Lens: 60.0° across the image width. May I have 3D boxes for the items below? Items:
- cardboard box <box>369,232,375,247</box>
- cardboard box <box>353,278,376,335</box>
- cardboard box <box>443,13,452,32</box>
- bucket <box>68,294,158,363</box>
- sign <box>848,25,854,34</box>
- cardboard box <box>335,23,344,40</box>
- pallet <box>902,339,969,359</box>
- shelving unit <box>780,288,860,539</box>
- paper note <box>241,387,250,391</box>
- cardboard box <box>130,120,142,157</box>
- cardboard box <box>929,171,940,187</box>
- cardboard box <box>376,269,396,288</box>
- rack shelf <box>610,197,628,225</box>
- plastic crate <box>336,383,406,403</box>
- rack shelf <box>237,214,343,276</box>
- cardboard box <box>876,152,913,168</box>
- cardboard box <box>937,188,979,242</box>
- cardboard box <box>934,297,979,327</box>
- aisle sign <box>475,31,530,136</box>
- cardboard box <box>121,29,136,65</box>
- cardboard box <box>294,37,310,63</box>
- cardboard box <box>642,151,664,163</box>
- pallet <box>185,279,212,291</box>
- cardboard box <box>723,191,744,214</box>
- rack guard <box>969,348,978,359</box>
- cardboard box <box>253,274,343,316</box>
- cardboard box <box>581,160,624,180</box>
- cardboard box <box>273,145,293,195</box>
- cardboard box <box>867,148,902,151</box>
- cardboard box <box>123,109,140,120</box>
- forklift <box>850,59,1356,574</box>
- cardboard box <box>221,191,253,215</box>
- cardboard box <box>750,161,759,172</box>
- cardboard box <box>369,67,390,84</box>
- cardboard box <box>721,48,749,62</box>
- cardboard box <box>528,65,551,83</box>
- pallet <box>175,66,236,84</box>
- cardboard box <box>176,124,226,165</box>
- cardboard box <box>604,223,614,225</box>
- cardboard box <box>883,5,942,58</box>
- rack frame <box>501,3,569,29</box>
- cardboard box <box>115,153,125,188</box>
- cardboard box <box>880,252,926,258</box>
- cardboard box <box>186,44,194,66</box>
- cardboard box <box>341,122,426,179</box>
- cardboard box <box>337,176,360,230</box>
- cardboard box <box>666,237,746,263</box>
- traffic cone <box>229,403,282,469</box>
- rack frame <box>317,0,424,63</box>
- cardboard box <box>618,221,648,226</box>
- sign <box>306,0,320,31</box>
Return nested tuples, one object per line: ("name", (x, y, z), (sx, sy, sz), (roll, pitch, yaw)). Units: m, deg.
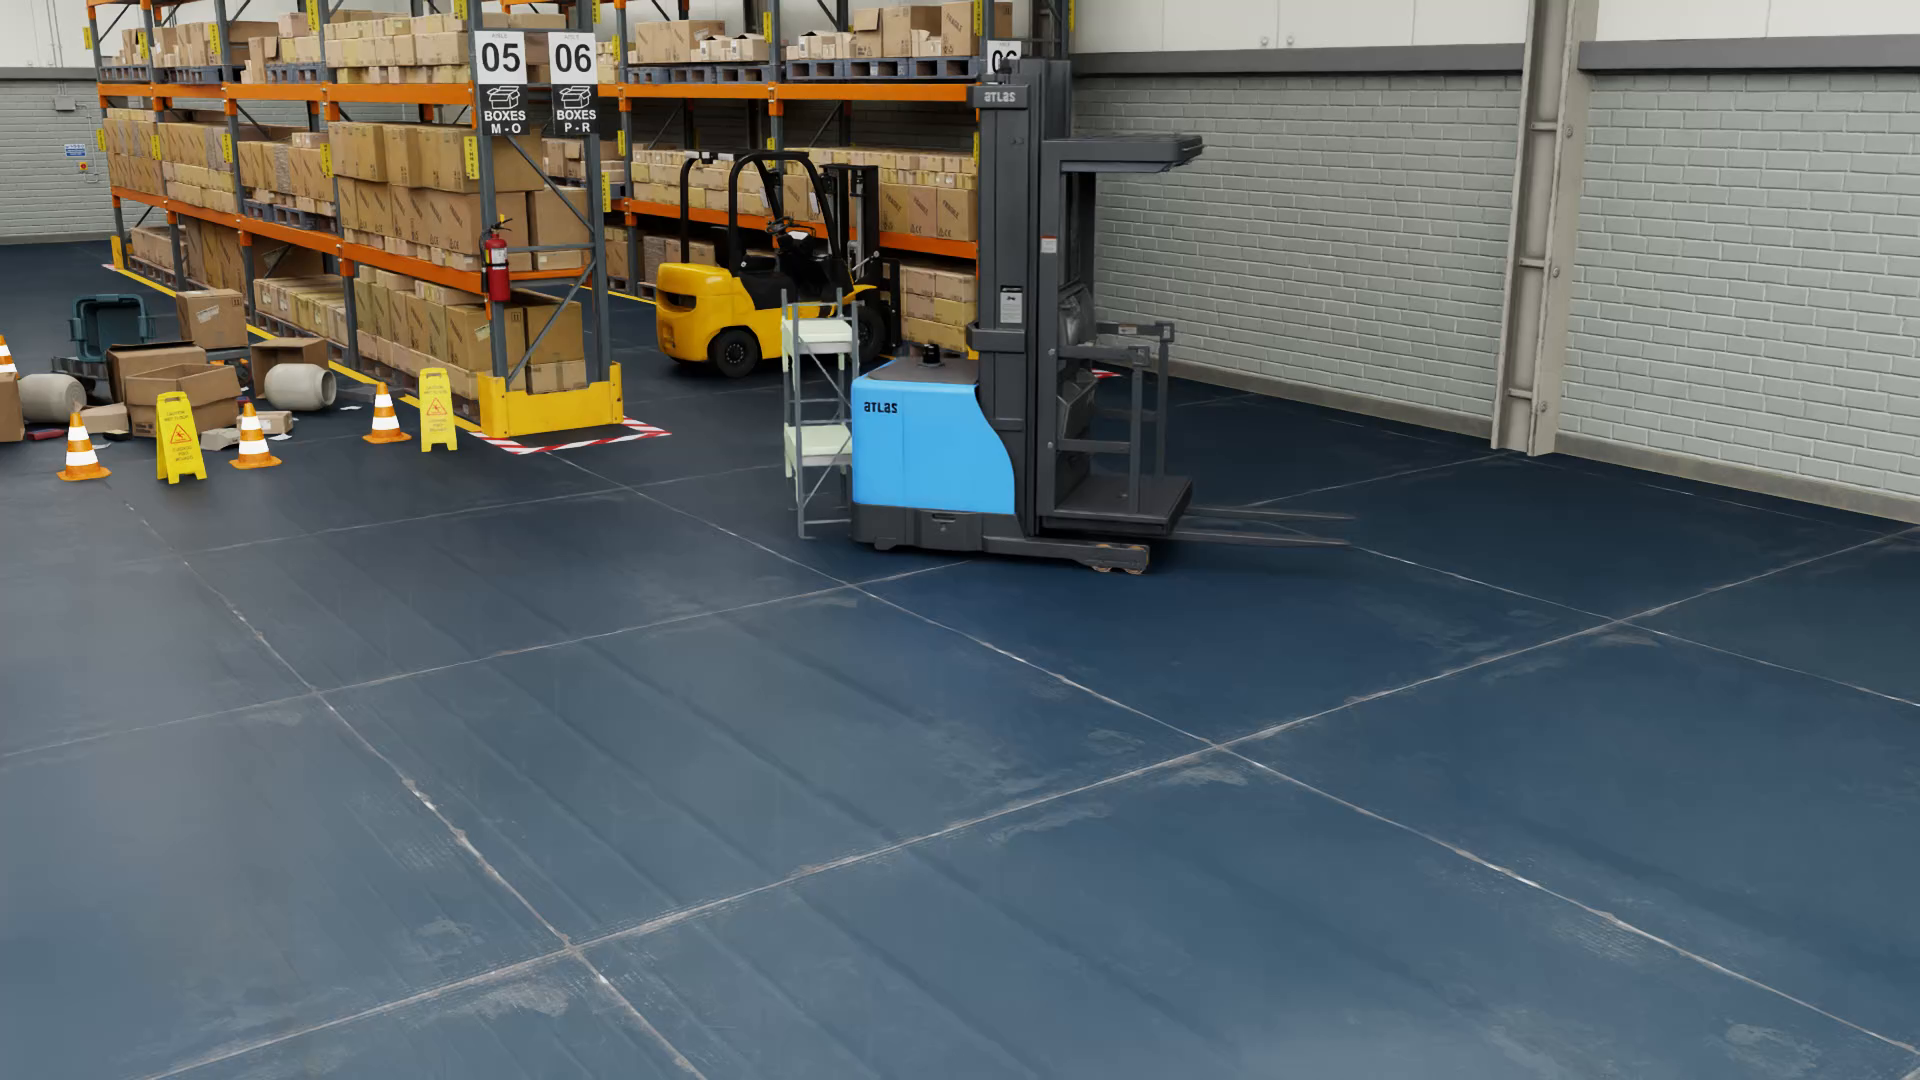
("cardboard box", (-5.447, -2.904, 15.980), (0.380, 0.149, 0.250), (-11, 19, -35))
("cardboard box", (-5.615, -2.310, 16.328), (0.500, 0.500, 0.500), (-10, 18, -32))
("cardboard box", (-3.950, -4.184, 13.463), (0.380, 0.149, 0.250), (-10, 18, -34))
("bucket", (-7.743, -1.933, 15.279), (0.726, 0.611, 0.620), (-4, 6, -15))
("sign", (-1.283, -5.832, 19.392), (0.100, 0.325, 0.005), (-11, 19, -35))
("cardboard box", (-5.646, -4.781, 15.647), (0.380, 0.149, 0.250), (-10, 18, -33))
("pallet", (0.137, -1.969, 17.371), (1.003, 0.211, 1.213), (-11, 19, -35))
("shelving unit", (-0.905, -0.838, 10.796), (0.431, 1.500, 0.755), (-3, 16, -11))
("paper note", (-6.812, -1.430, 15.743), (0.148, 0.019, 0.142), (-11, 19, -35))
("cardboard box", (-11.547, -5.754, 23.833), (0.500, 0.500, 0.500), (-11, 19, -34))
("cardboard box", (-0.087, -3.664, 16.862), (0.380, 0.149, 0.250), (-10, 18, -34))
("cardboard box", (-5.287, -2.478, 15.711), (0.380, 0.149, 0.250), (-10, 18, -32))
("rack shelf", (-5.259, -4.946, 24.327), (1.077, 0.370, 4.000), (-11, 19, -35))
("plastic crate", (-5.484, -1.369, 15.428), (0.583, 0.080, 0.402), (10, 18, 33))
("rack shelf", (-6.920, -3.320, 18.388), (1.077, 0.370, 4.000), (-11, 19, -35))
("cardboard box", (-0.667, -4.032, 17.645), (0.380, 0.149, 0.250), (-11, 19, -34))
("cardboard box", (0.119, -3.270, 16.652), (0.500, 0.500, 0.500), (-11, 19, -36))
("cardboard box", (0.082, -2.330, 16.874), (0.500, 0.250, 0.500), (-11, 19, -35))
("aisle sign", (-3.590, -3.582, 13.056), (0.394, 0.787, 0.004), (-11, 19, -35))
("cardboard box", (-11.735, -7.095, 23.959), (0.500, 0.500, 0.500), (-10, 18, -34))
("cardboard box", (-6.498, -5.028, 17.072), (0.500, 0.250, 0.500), (-11, 19, -34))
("cardboard box", (-3.976, -5.056, 21.949), (0.380, 0.149, 0.250), (-10, 18, -33))
("pallet", (-9.933, -3.450, 22.783), (1.003, 0.211, 1.213), (-11, 19, -35))
("cardboard box", (-2.539, -4.113, 20.204), (0.500, 0.250, 0.500), (-11, 19, -35))
("rack guard", (0.635, -1.947, 16.741), (1.175, 0.500, 0.348), (-11, 19, -35))
("cardboard box", (-7.771, -2.907, 19.698), (0.950, 0.372, 0.625), (-12, 20, -38))
("cardboard box", (-4.965, -5.171, 23.275), (0.500, 0.250, 0.500), (-12, 19, -37))
("cardboard box", (-7.101, -4.026, 18.055), (0.500, 0.500, 0.500), (-12, 19, -37))
("cardboard box", (-0.821, -4.337, 18.757), (0.380, 0.149, 0.250), (-11, 19, -36))
("cardboard box", (-11.937, -6.189, 24.196), (0.380, 0.149, 0.250), (-11, 19, -36))
("forklift", (0.897, -1.366, 10.014), (3.031, 2.935, 1.130), (4, 16, 15))
("cardboard box", (-8.603, -4.090, 20.120), (0.500, 0.250, 0.500), (-12, 19, -36))
("cardboard box", (-2.278, -4.463, 19.783), (0.380, 0.149, 0.250), (-11, 19, -35))
("cardboard box", (-5.072, -4.172, 14.932), (0.380, 0.149, 0.250), (-11, 19, -36))
("cardboard box", (-2.623, -5.776, 19.805), (0.380, 0.149, 0.250), (-11, 19, -35))
("cardboard box", (-3.324, -3.833, 13.692), (0.380, 0.149, 0.250), (-11, 19, -34))
("pallet", (-9.177, -5.818, 20.825), (1.003, 0.211, 1.213), (-10, 18, -32))
("cardboard box", (-9.807, -5.129, 21.549), (0.500, 0.500, 0.500), (-11, 19, -36))
("cardboard box", (-5.148, -4.475, 23.954), (0.380, 0.149, 0.250), (-11, 19, -35))
("cardboard box", (-0.358, -5.194, 17.015), (0.700, 0.500, 0.500), (-11, 19, -34))
("rack frame", (-6.435, -8.613, 25.000), (1.000, 3.000, 0.127), (-11, 19, -35))
("cardboard box", (-12.429, -5.600, 25.165), (0.500, 0.500, 0.500), (-11, 19, -35))
("cardboard box", (-0.688, -3.079, 18.663), (0.500, 0.250, 0.500), (-11, 19, -34))
("cardboard box", (-9.188, -5.919, 20.296), (0.396, 0.266, 0.258), (-11, 19, -36))
("cardboard box", (-5.378, -3.674, 15.671), (0.700, 0.500, 0.500), (-11, 19, -34))
("cardboard box", (-5.710, -3.295, 16.179), (0.500, 0.500, 0.500), (-11, 19, -35))
("cardboard box", (-3.337, -3.649, 21.930), (0.875, 0.625, 0.625), (-10, 18, -33))
("traffic cone", (-5.386, -0.809, 12.656), (0.336, 0.463, 0.334), (-11, 19, -35))
("rack frame", (-5.744, -6.134, 15.941), (1.000, 3.000, 0.127), (-11, 19, -35))
("cardboard box", (-4.760, -4.557, 24.256), (0.380, 0.149, 0.250), (-11, 19, -36))
("sign", (-6.191, -5.039, 15.899), (0.100, 0.325, 0.005), (-11, 19, -35))
